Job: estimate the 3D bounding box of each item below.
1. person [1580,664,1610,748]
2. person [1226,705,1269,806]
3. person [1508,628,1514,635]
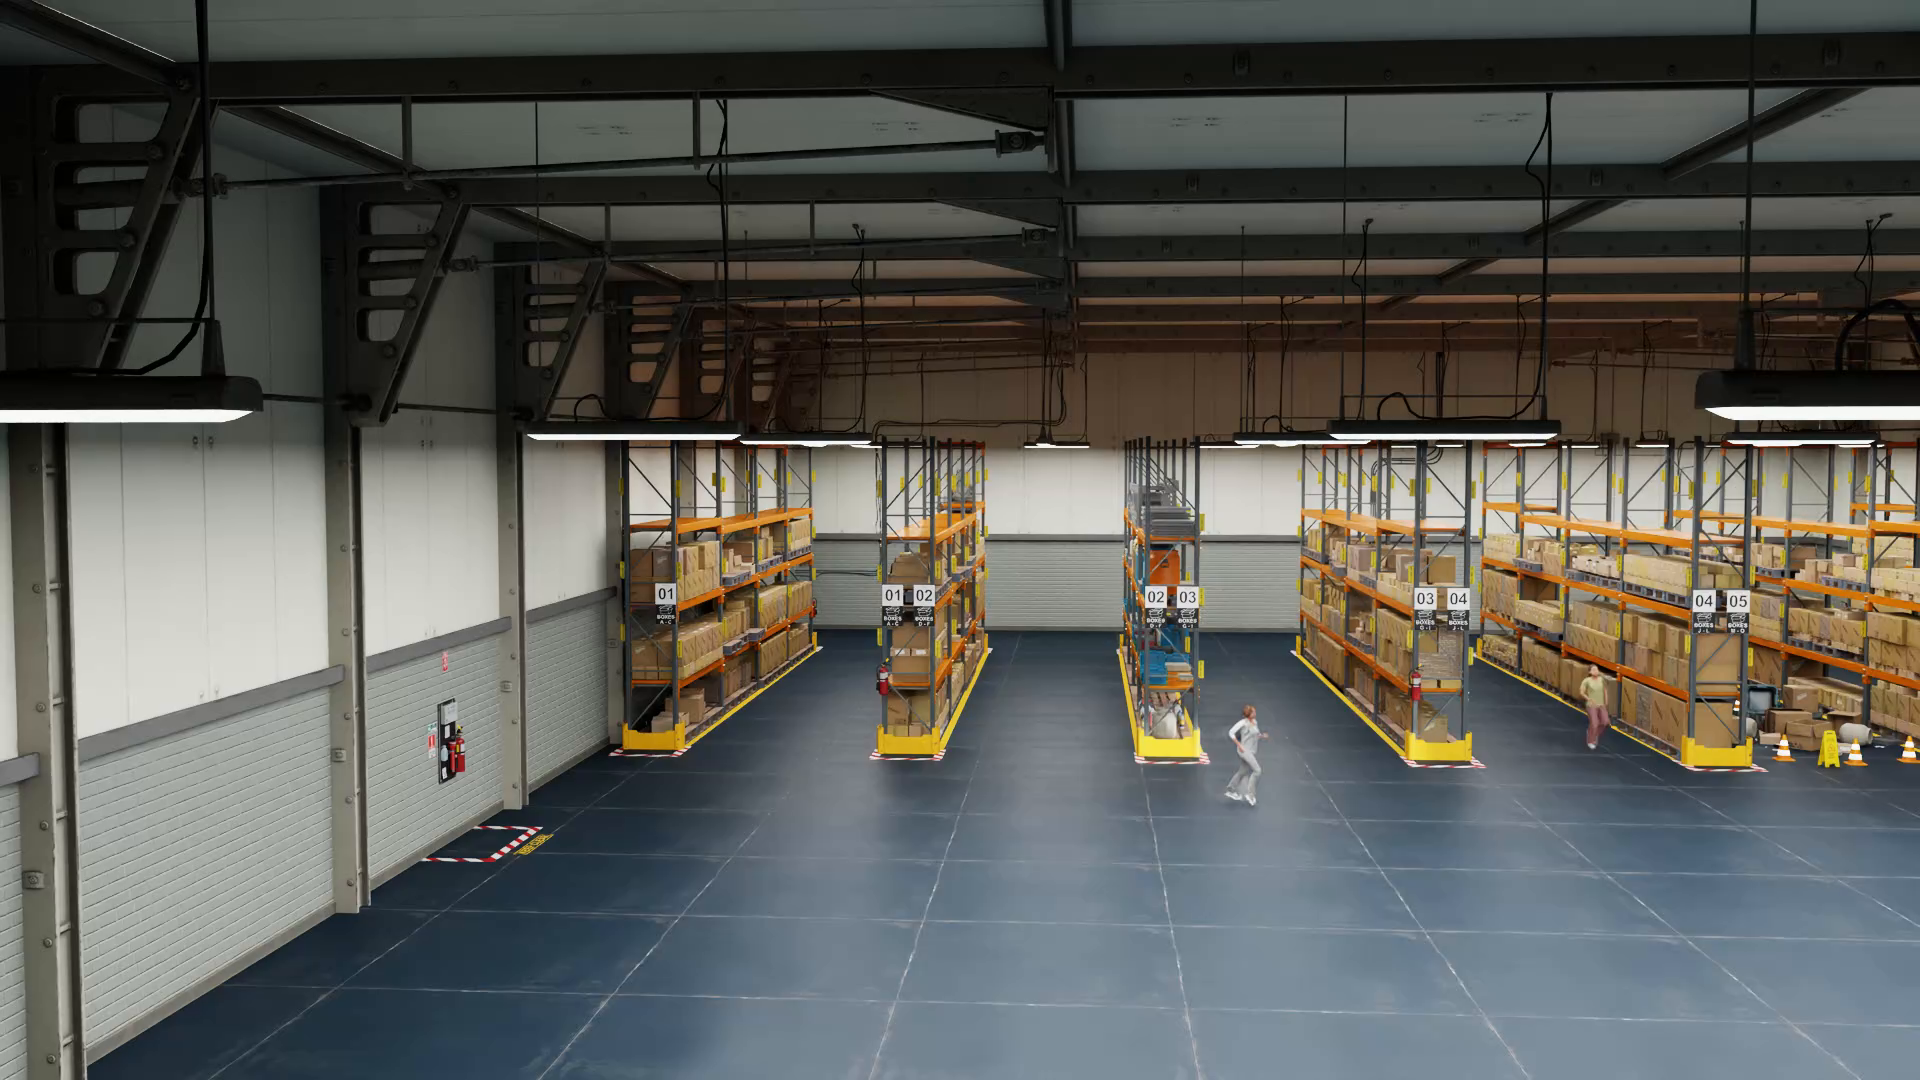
[{"bbox_3d":[12.218,3.199,31.938,0.590,1.628,0.528,0,3,-6],"label":"person"},{"bbox_3d":[4.668,3.490,27.000,0.701,1.646,0.507,2,4,30],"label":"person"},{"bbox_3d":[15.912,2.368,47.547,0.573,1.647,0.620,0,3,7],"label":"person"}]
